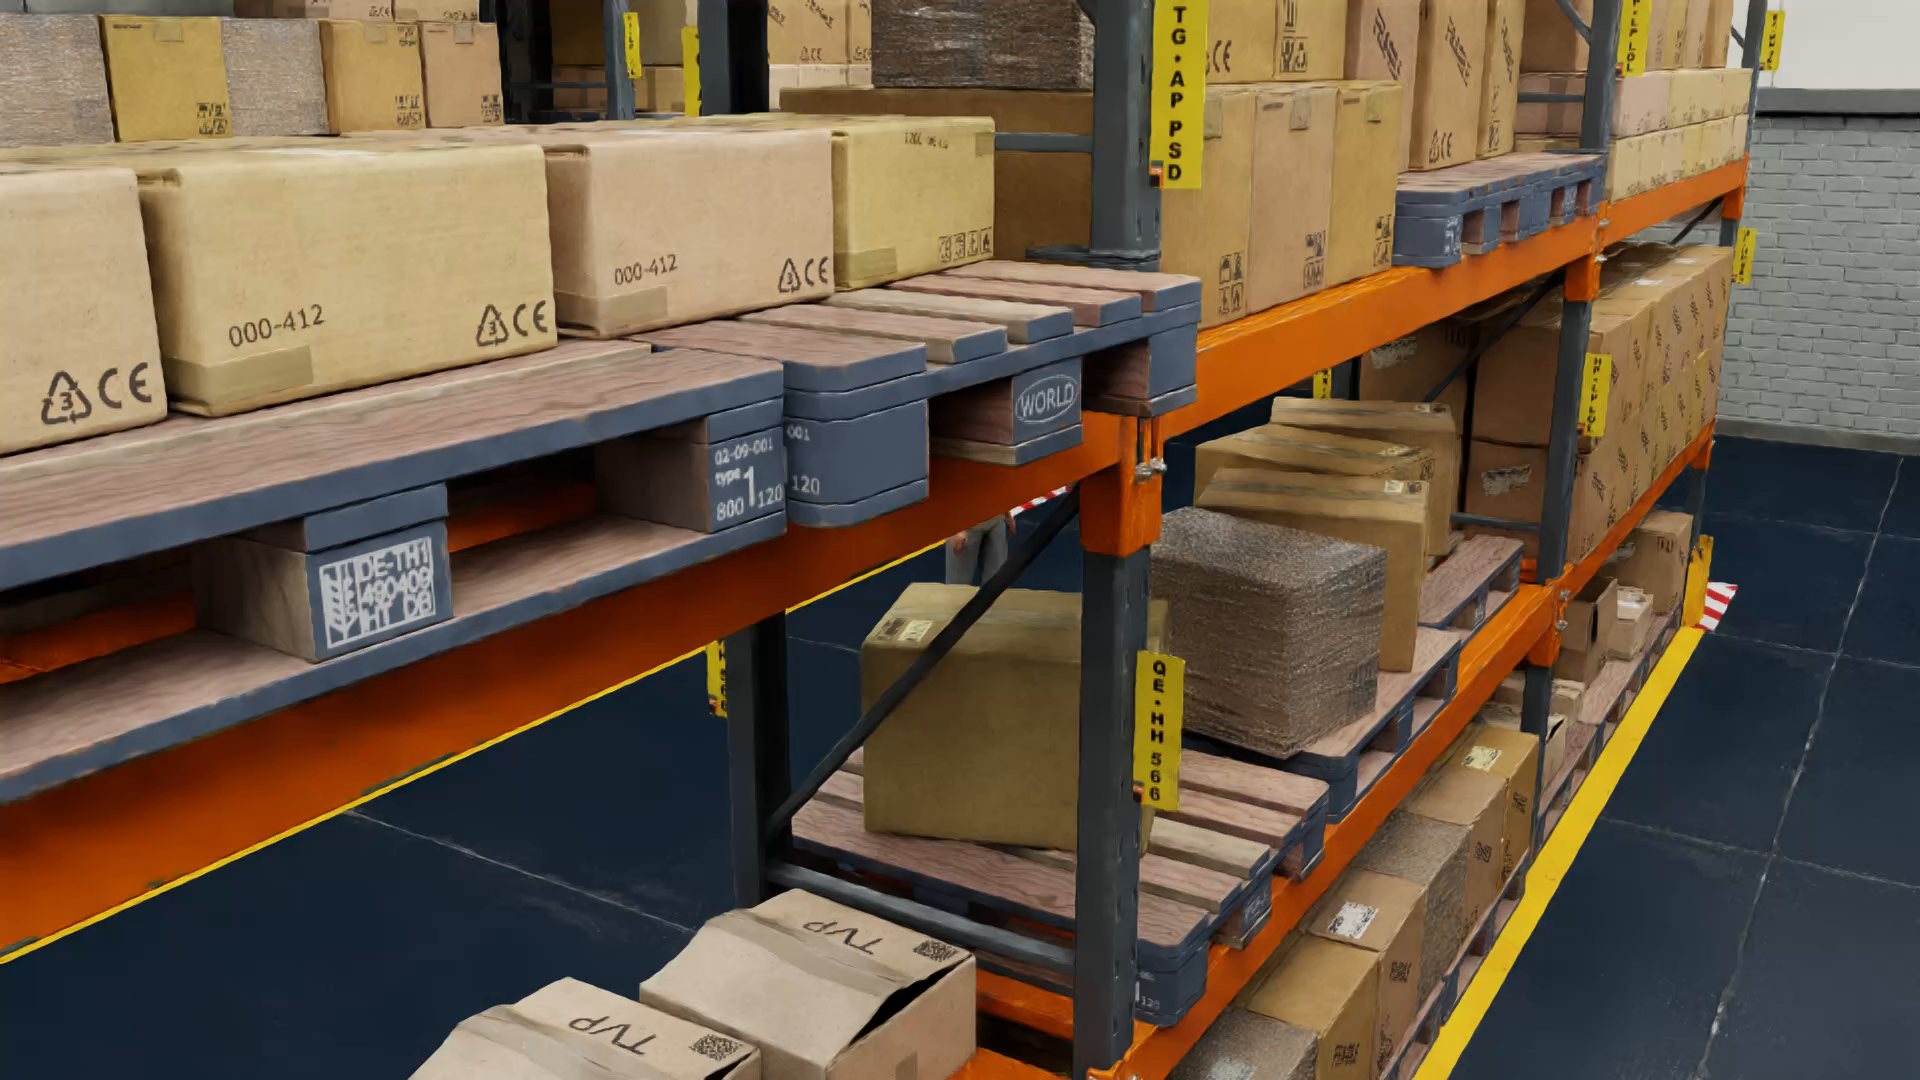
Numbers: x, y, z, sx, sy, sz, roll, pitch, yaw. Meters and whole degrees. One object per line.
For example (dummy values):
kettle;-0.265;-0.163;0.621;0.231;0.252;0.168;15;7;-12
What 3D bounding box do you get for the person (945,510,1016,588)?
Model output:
person;0.098;-0.081;9.231;0.538;1.673;0.412;-15;22;-41
